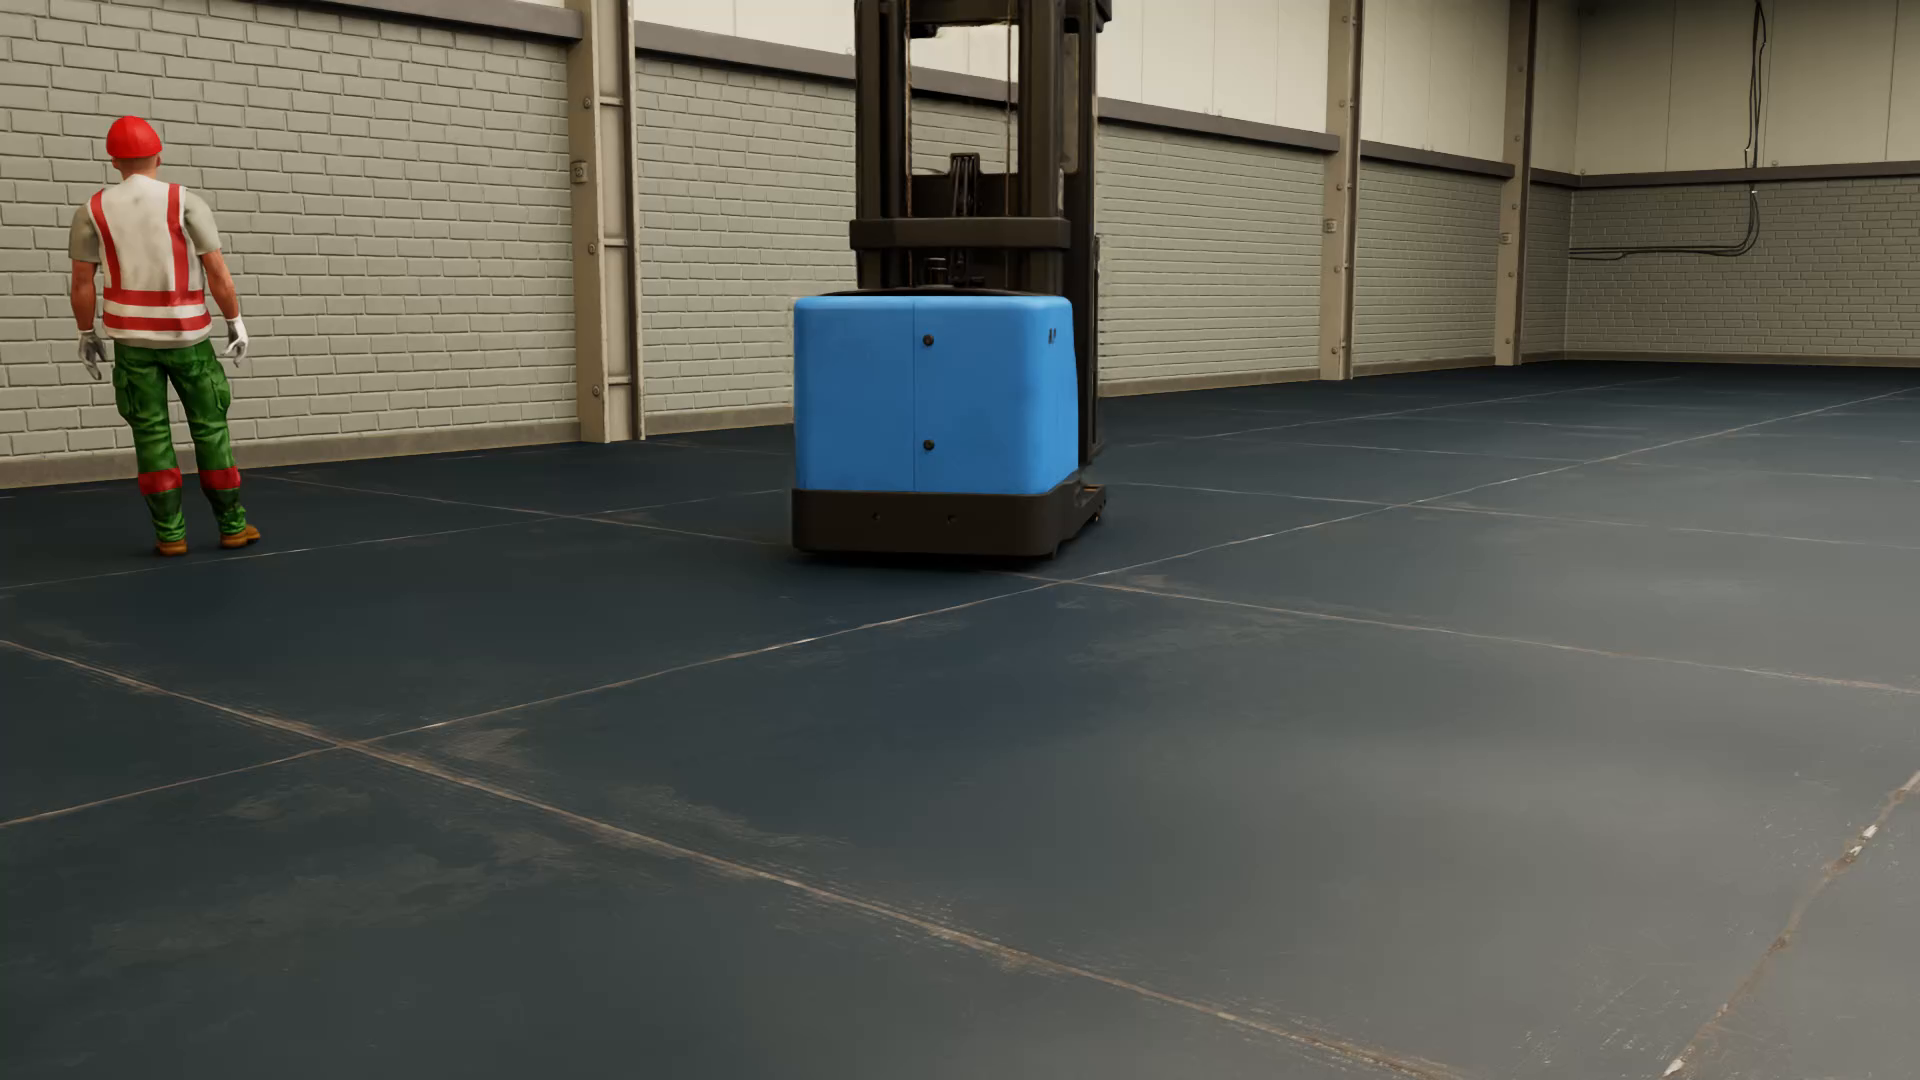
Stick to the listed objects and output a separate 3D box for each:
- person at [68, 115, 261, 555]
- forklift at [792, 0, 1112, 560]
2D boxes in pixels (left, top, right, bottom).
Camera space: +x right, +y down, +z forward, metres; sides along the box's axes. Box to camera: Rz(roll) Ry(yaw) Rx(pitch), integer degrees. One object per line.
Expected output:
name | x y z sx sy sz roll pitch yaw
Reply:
person | -3.319 -0.843 6.948 0.648 1.790 0.564 -2 9 -16
forklift | 0.113 -1.542 7.822 1.130 2.935 3.031 2 8 11
